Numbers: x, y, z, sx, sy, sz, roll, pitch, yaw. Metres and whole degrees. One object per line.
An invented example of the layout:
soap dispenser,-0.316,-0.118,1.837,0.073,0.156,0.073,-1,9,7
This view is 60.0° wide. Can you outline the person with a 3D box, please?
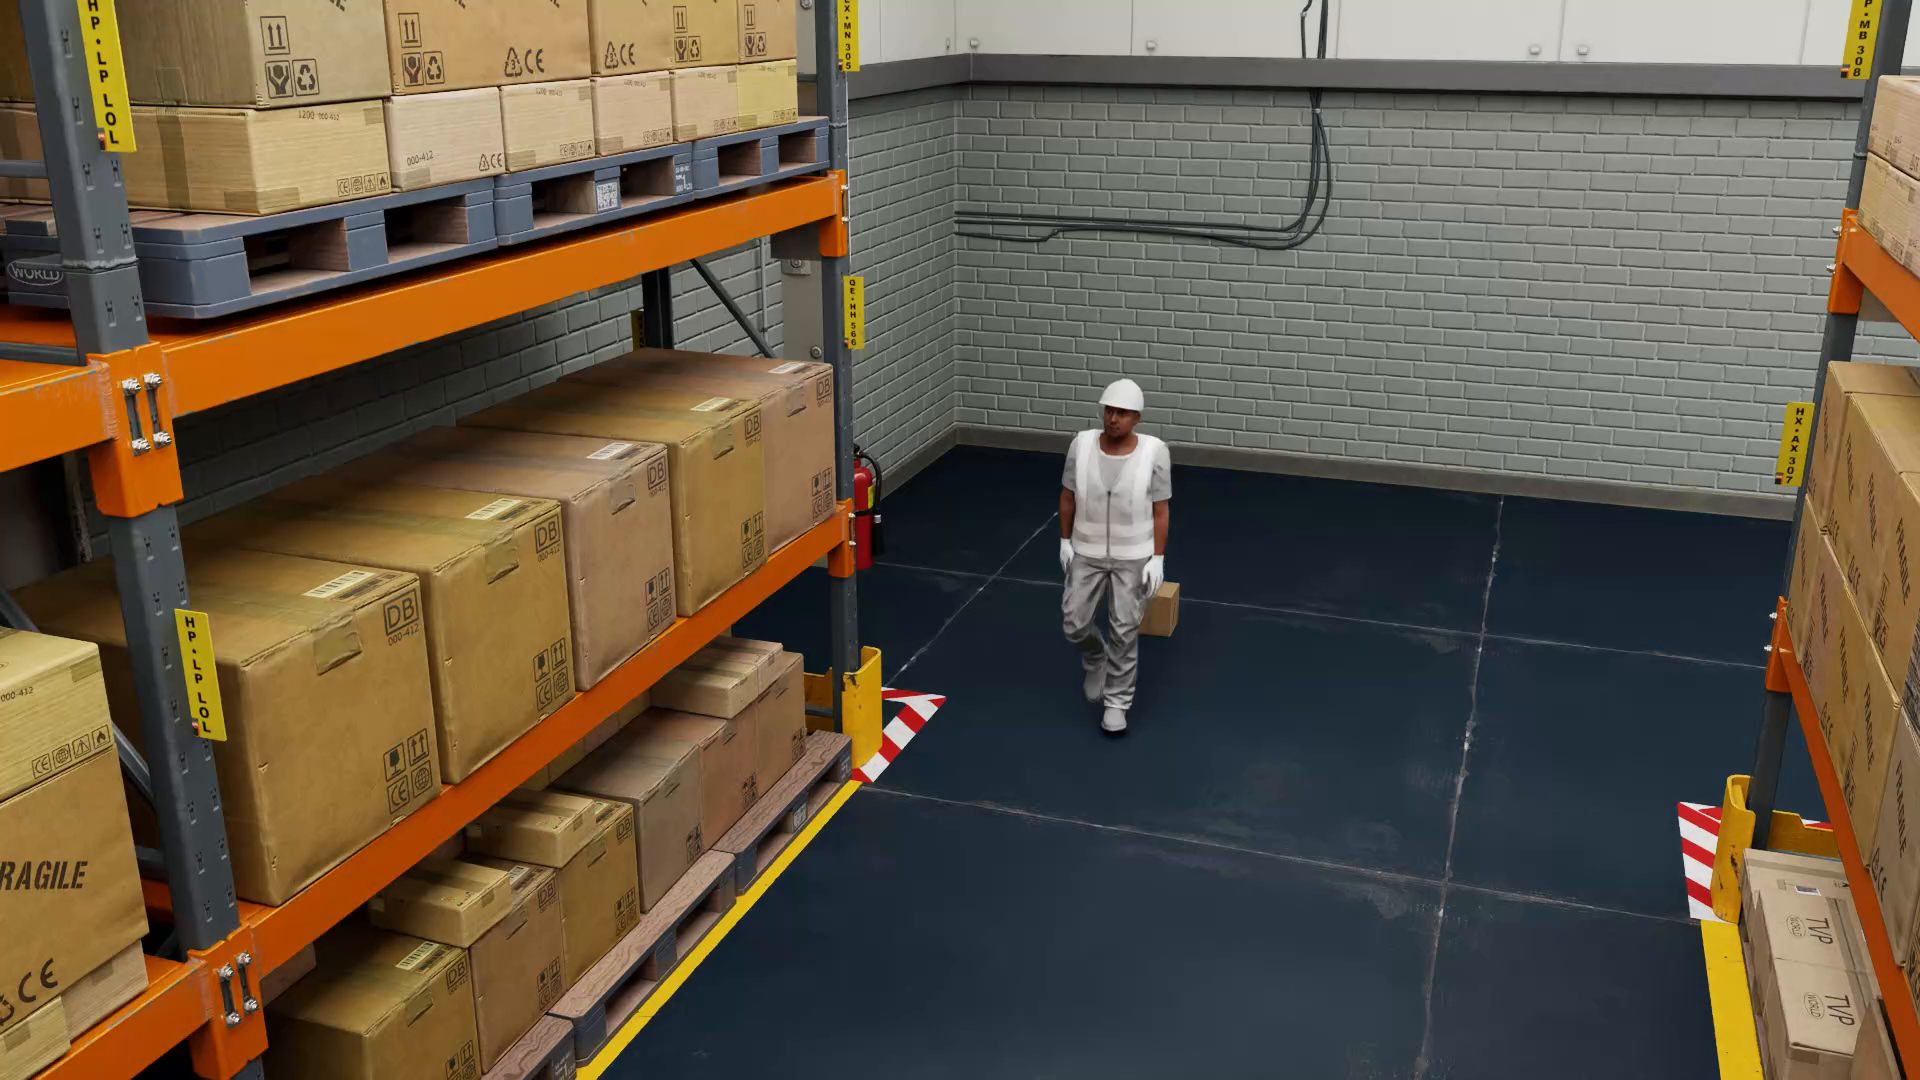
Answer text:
person,0.765,0.054,8.281,0.563,1.777,0.526,5,19,14
